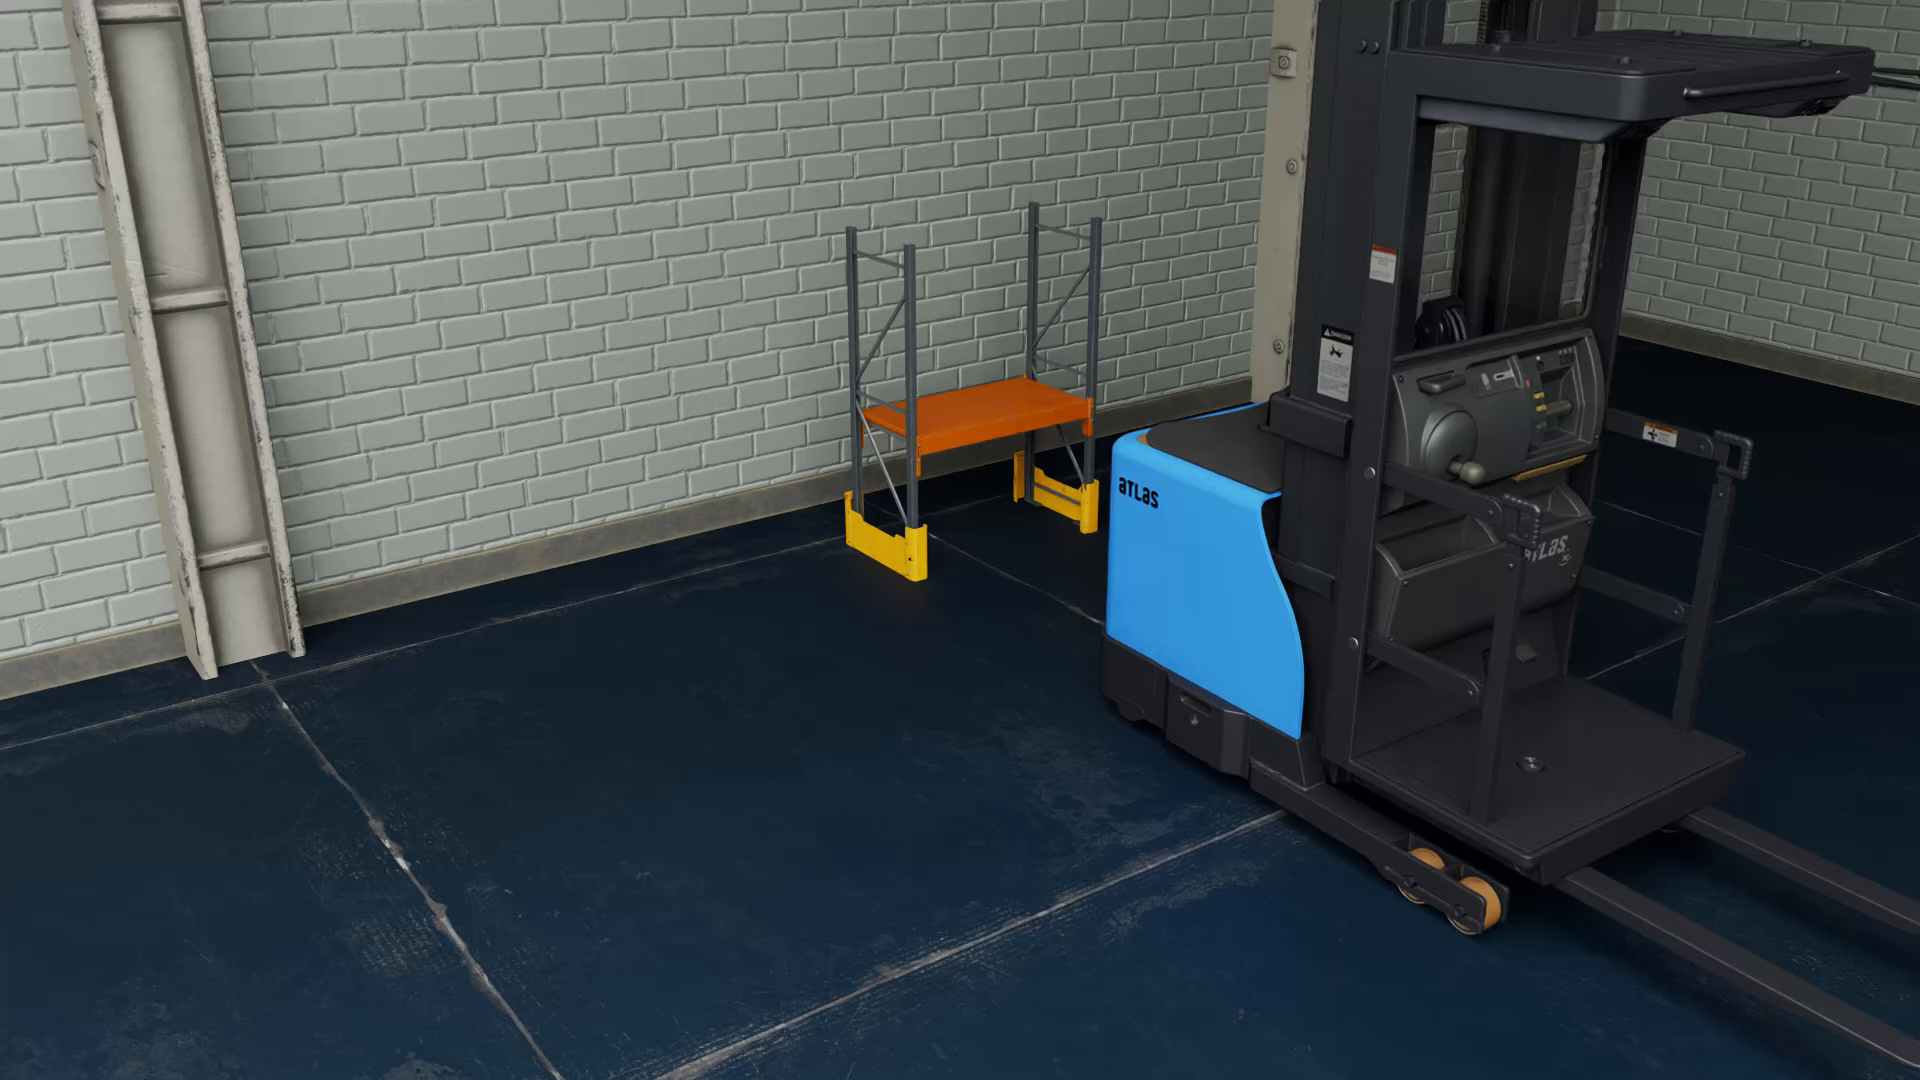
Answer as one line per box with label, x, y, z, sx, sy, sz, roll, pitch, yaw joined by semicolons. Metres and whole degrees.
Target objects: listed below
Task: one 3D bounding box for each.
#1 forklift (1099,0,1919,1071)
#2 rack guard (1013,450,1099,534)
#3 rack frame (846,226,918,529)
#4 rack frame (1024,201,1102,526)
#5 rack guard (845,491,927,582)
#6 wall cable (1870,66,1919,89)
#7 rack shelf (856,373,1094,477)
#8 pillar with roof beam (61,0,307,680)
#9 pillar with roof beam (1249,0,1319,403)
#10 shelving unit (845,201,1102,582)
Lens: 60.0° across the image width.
forklift;1.777;-0.390;4.919;1.130;2.935;3.031;-14;26;-32
rack guard;0.466;-0.240;8.162;0.087;0.250;0.587;-15;26;-33
rack frame;-0.343;-0.605;7.389;0.032;1.500;0.500;-15;26;-33
rack frame;0.482;-0.825;7.940;0.032;1.500;0.500;-15;26;-33
rack guard;-0.342;-0.025;7.621;0.087;0.250;0.587;-15;26;-33
wall cable;5.139;-3.816;9.507;0.112;2.526;3.097;-15;26;-33
rack shelf;0.069;-0.548;7.731;1.000;0.185;0.538;-15;26;-33
pillar with roof beam;-0.381;-2.424;1.830;0.400;9.000;9.100;-15;26;-33
pillar with roof beam;4.490;-3.723;5.084;0.400;9.000;9.100;-15;26;-33
shelving unit;0.062;-0.713;7.660;1.083;1.500;0.587;-15;26;-33
